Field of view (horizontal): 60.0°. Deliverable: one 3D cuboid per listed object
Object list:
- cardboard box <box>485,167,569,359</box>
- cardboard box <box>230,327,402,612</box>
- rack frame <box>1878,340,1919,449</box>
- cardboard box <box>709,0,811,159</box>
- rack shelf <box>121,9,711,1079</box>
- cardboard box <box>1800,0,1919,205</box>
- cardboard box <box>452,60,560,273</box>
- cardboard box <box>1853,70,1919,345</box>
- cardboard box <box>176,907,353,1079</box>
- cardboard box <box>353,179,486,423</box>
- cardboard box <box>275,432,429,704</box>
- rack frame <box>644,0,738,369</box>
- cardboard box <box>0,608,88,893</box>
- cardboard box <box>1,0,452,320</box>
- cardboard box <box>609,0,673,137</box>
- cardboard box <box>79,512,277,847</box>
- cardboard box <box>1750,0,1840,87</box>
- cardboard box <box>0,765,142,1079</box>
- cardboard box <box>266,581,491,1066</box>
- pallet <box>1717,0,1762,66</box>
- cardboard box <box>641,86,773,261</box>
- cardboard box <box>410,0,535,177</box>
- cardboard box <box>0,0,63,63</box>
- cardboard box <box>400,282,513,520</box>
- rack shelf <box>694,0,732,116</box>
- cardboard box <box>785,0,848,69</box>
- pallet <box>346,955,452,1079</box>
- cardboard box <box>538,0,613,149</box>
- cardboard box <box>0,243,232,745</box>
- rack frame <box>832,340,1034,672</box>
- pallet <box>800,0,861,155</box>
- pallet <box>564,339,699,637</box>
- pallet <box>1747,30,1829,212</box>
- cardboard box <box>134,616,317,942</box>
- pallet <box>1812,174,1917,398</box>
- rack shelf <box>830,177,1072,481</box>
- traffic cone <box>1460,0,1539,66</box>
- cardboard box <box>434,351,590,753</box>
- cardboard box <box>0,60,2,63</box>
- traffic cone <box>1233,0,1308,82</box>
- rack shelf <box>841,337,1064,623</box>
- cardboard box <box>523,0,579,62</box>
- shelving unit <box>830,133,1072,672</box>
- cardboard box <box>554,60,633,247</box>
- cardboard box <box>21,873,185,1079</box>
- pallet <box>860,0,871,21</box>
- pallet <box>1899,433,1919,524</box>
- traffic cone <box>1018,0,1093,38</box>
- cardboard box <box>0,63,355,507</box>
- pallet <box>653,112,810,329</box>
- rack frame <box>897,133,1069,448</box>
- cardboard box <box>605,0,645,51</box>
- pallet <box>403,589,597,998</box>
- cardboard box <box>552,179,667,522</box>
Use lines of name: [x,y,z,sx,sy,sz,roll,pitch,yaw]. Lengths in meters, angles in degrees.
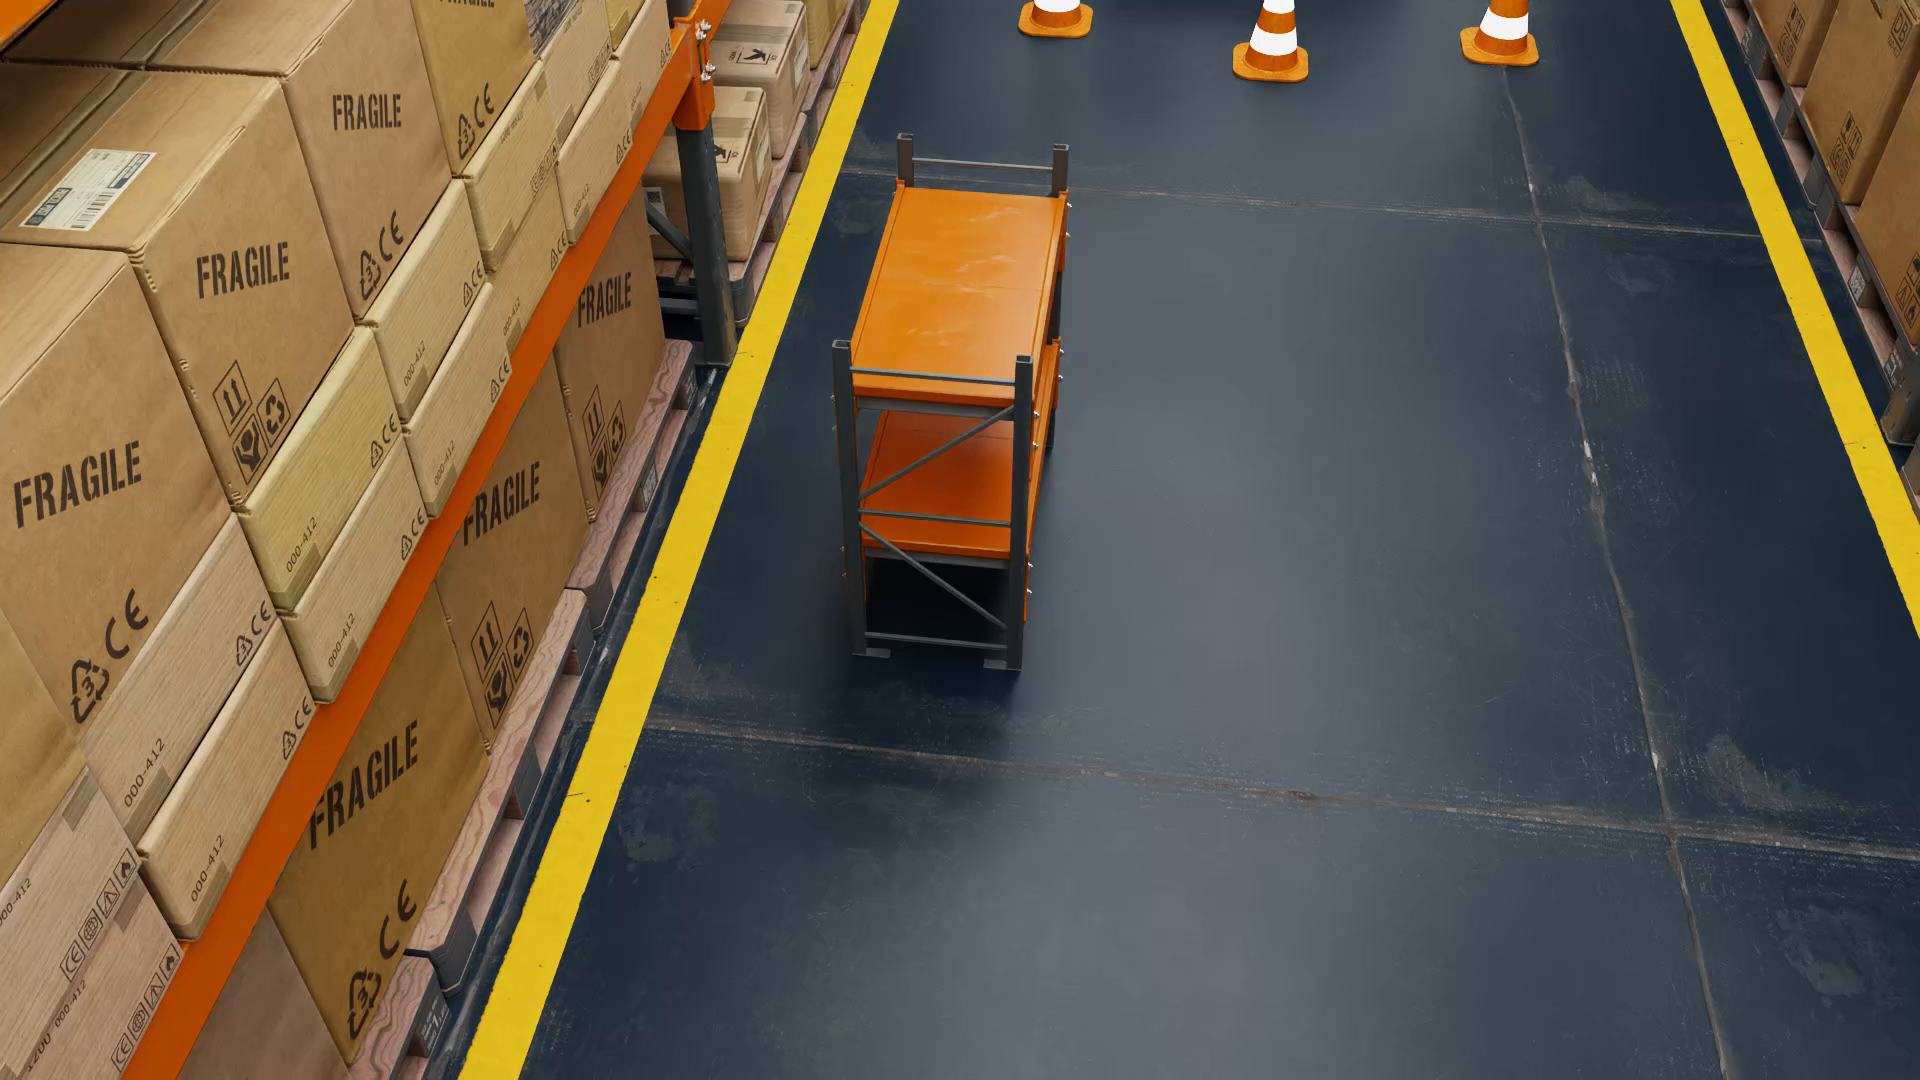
cardboard box: [-1.246,-0.667,3.882,0.500,0.250,0.500,5,44,5]
cardboard box: [-1.358,-0.156,2.979,0.500,0.250,0.500,6,44,6]
rack frame: [3.618,-1.400,4.547,1.000,3.000,0.127,5,44,6]
cardboard box: [-1.127,-1.867,6.646,0.950,0.372,0.625,4,44,5]
rack shelf: [-1.566,-0.157,3.758,1.077,0.370,4.000,5,44,6]
cardboard box: [3.900,-1.739,6.236,1.050,0.750,0.750,6,44,6]
cardboard box: [-1.225,-0.855,3.717,0.500,0.250,0.500,4,44,4]
cardboard box: [3.788,-1.143,5.606,1.050,0.750,0.750,5,44,5]
cardboard box: [-1.828,1.134,3.111,0.875,0.875,0.875,6,44,7]
cardboard box: [-1.294,-0.501,3.343,0.500,0.250,0.500,4,44,4]
cardboard box: [-1.360,0.023,3.154,0.500,0.250,0.500,5,44,5]
rack frame: [-1.302,-1.781,4.950,1.000,3.000,0.127,5,44,6]
cardboard box: [-1.487,0.272,1.982,0.500,0.500,0.500,6,44,6]
cardboard box: [-1.317,-0.772,3.084,0.500,0.500,0.500,5,44,5]
cardboard box: [-1.111,-1.359,4.612,0.500,0.250,0.500,4,44,4]
cardboard box: [-1.452,0.185,2.618,0.500,0.250,0.500,6,44,6]
cardboard box: [4.023,-2.374,6.906,1.050,0.750,0.750,5,44,6]
cardboard box: [-1.493,0.543,2.240,0.500,0.250,0.500,4,44,4]
cardboard box: [-1.716,0.518,3.762,0.875,0.875,0.875,6,44,7]
pallet: [4.120,-2.581,7.822,1.003,0.211,1.213,5,44,6]
cardboard box: [-1.217,-1.364,6.115,0.950,0.372,0.625,3,43,3]
cardboard box: [-1.243,-1.116,3.447,0.500,0.500,0.500,5,44,6]
cardboard box: [-1.819,-0.833,3.148,0.500,0.500,0.500,6,44,6]
cardboard box: [-1.285,-0.317,3.512,0.500,0.250,0.500,5,44,5]
rack shelf: [-1.037,-2.883,6.637,1.077,0.370,4.000,5,44,6]
cardboard box: [-1.021,-2.384,7.192,0.950,0.372,0.625,7,44,7]
pallet: [-1.803,1.425,3.592,1.003,0.211,1.213,5,44,6]
cardboard box: [-1.178,-1.206,4.087,0.500,0.250,0.500,4,44,4]
cardboard box: [-1.447,-0.078,2.350,0.500,0.500,0.500,5,44,5]
rack frame: [-0.068,-0.057,4.493,0.500,1.125,0.032,5,44,6]
pallet: [-1.033,-2.130,7.346,1.003,0.211,1.213,5,44,6]
pallet: [-1.480,-0.238,5.348,1.003,0.211,1.213,5,44,6]
pallet: [3.961,-1.747,6.942,1.003,0.211,1.213,5,44,6]
cardboard box: [-1.444,0.370,2.786,0.500,0.250,0.500,4,44,4]
pallet: [3.797,-0.918,6.066,1.003,0.211,1.213,5,44,6]
rack shelf: [-0.001,-0.616,4.657,0.538,0.278,1.000,5,44,6]
traffic cone: [2.473,-2.429,7.478,0.336,0.463,0.334,5,44,6]
cardboard box: [-1.597,-0.092,4.405,0.875,0.875,0.875,6,44,6]
cardboard box: [-1.873,-0.479,2.774,0.500,0.500,0.500,6,44,7]
traffic cone: [1.404,-2.325,7.369,0.336,0.463,0.334,5,44,6]
rack shelf: [-0.001,-0.226,5.027,0.538,0.278,1.000,5,44,6]
cardboard box: [-1.170,-1.454,3.804,0.500,0.500,0.500,6,44,6]
shelving unit: [-0.001,-0.404,4.858,0.538,1.125,1.048,5,44,6]
cardboard box: [-1.163,-1.009,4.243,0.500,0.250,0.500,6,44,6]
cardboard box: [-1.511,0.723,2.414,0.500,0.250,0.500,4,44,5]
pallet: [-0.874,-2.964,8.227,1.003,0.211,1.213,5,44,6]
pallet: [3.514,0.145,4.944,1.003,0.211,1.213,5,44,6]
traffic cone: [0.451,-2.614,7.674,0.336,0.463,0.334,5,44,6]
cardboard box: [-1.379,-0.419,2.711,0.500,0.500,0.500,4,44,4]
pallet: [-1.197,-1.301,6.471,1.003,0.211,1.213,5,44,6]
rack frame: [0.066,-0.750,5.224,0.500,1.125,0.032,5,44,6]
cardboard box: [-1.114,-1.555,4.456,0.500,0.250,0.500,5,44,5]
pallet: [-1.644,0.591,4.473,1.003,0.211,1.213,5,44,6]
cardboard box: [-1.475,-0.699,5.047,0.875,0.875,0.875,5,44,5]
